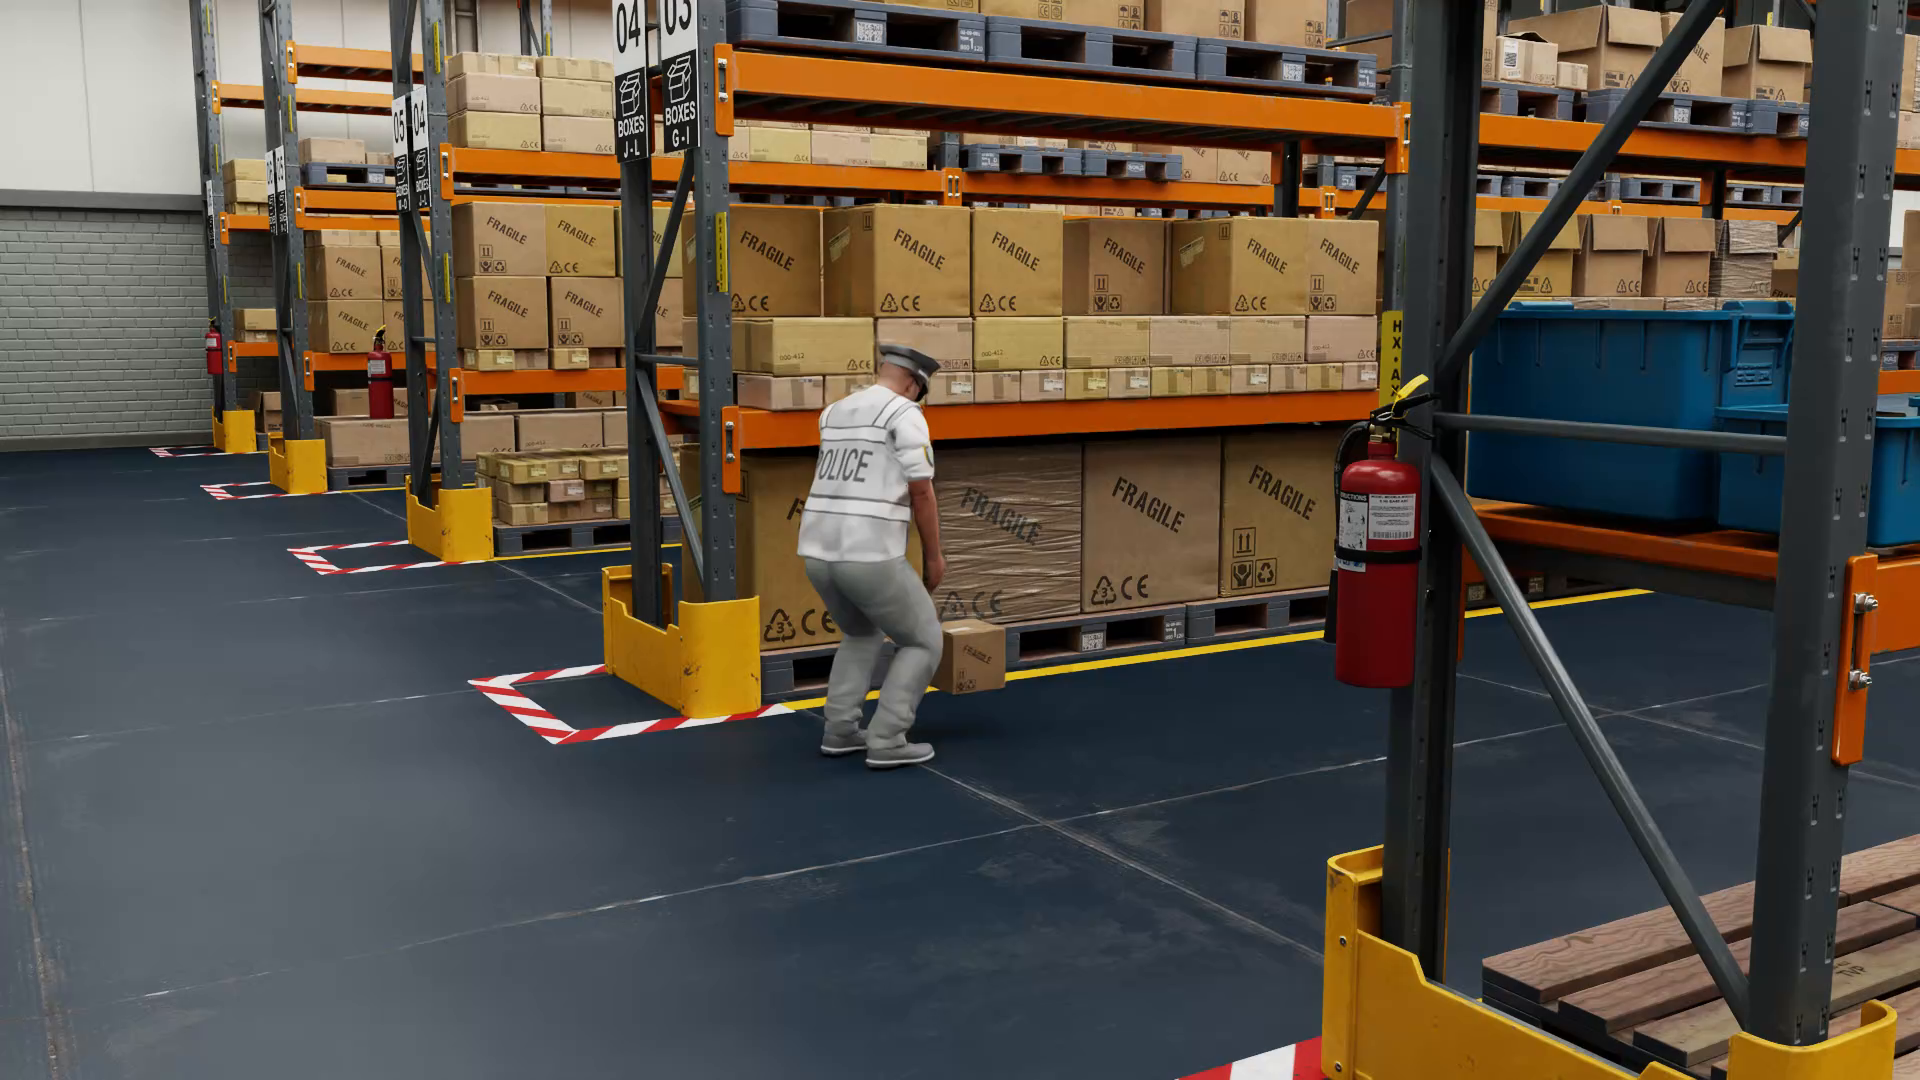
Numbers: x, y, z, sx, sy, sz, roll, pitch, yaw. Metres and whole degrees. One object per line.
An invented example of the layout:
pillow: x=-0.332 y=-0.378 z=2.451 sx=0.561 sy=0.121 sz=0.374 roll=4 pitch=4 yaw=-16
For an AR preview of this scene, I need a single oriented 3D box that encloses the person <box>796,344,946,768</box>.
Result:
person: x=-0.336 y=0.052 z=6.469 sx=0.578 sy=1.614 sz=0.634 roll=8 pitch=11 yaw=44
